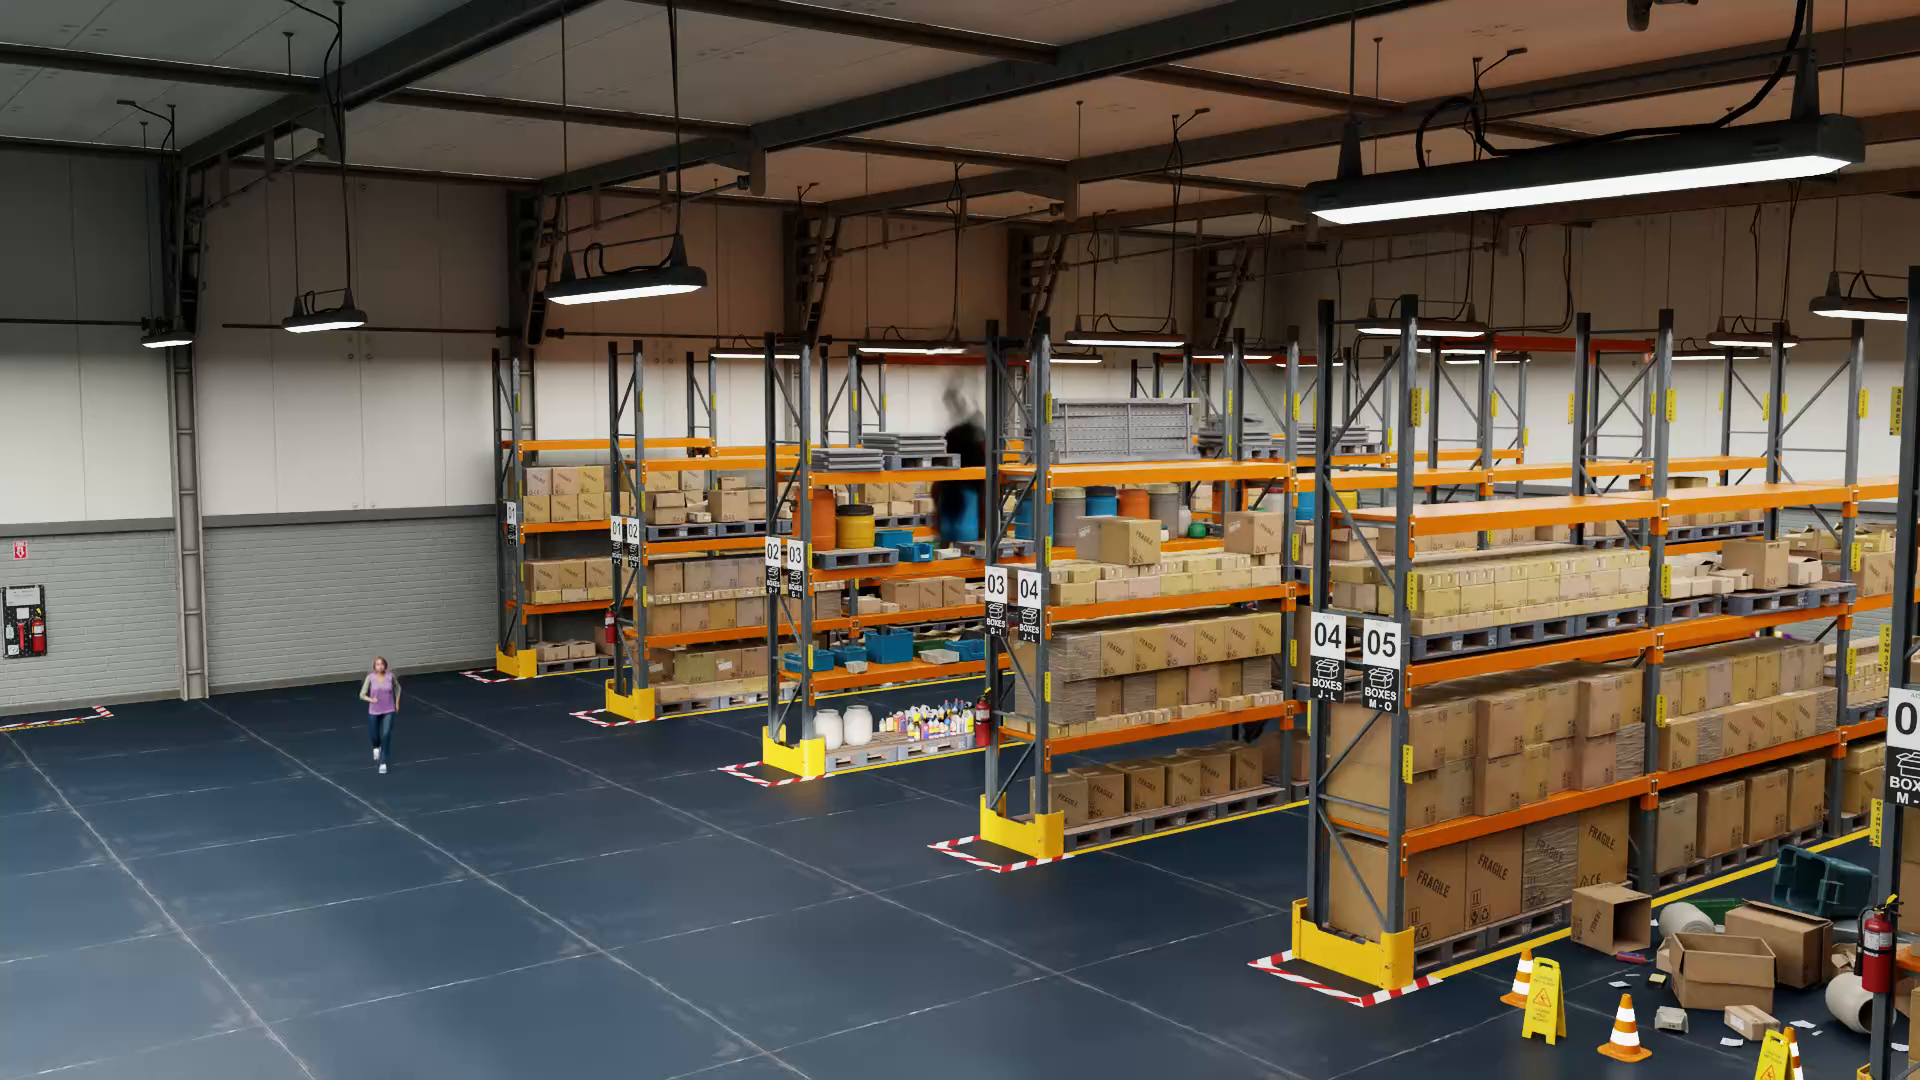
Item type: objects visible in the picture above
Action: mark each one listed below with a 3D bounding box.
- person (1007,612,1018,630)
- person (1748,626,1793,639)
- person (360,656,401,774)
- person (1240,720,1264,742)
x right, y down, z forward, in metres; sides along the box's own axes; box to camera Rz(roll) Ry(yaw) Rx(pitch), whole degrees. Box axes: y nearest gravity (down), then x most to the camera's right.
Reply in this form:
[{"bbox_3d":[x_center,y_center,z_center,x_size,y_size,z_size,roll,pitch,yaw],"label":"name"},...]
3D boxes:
[{"bbox_3d":[1.122,1.329,34.521,0.790,1.647,0.589,-4,6,-37],"label":"person"},{"bbox_3d":[12.400,2.015,25.569,0.946,1.782,0.693,-4,7,-40],"label":"person"},{"bbox_3d":[-7.948,2.372,22.839,0.546,1.574,0.730,-2,5,-21],"label":"person"},{"bbox_3d":[4.118,2.078,23.524,0.636,1.706,0.660,-5,7,-42],"label":"person"}]
